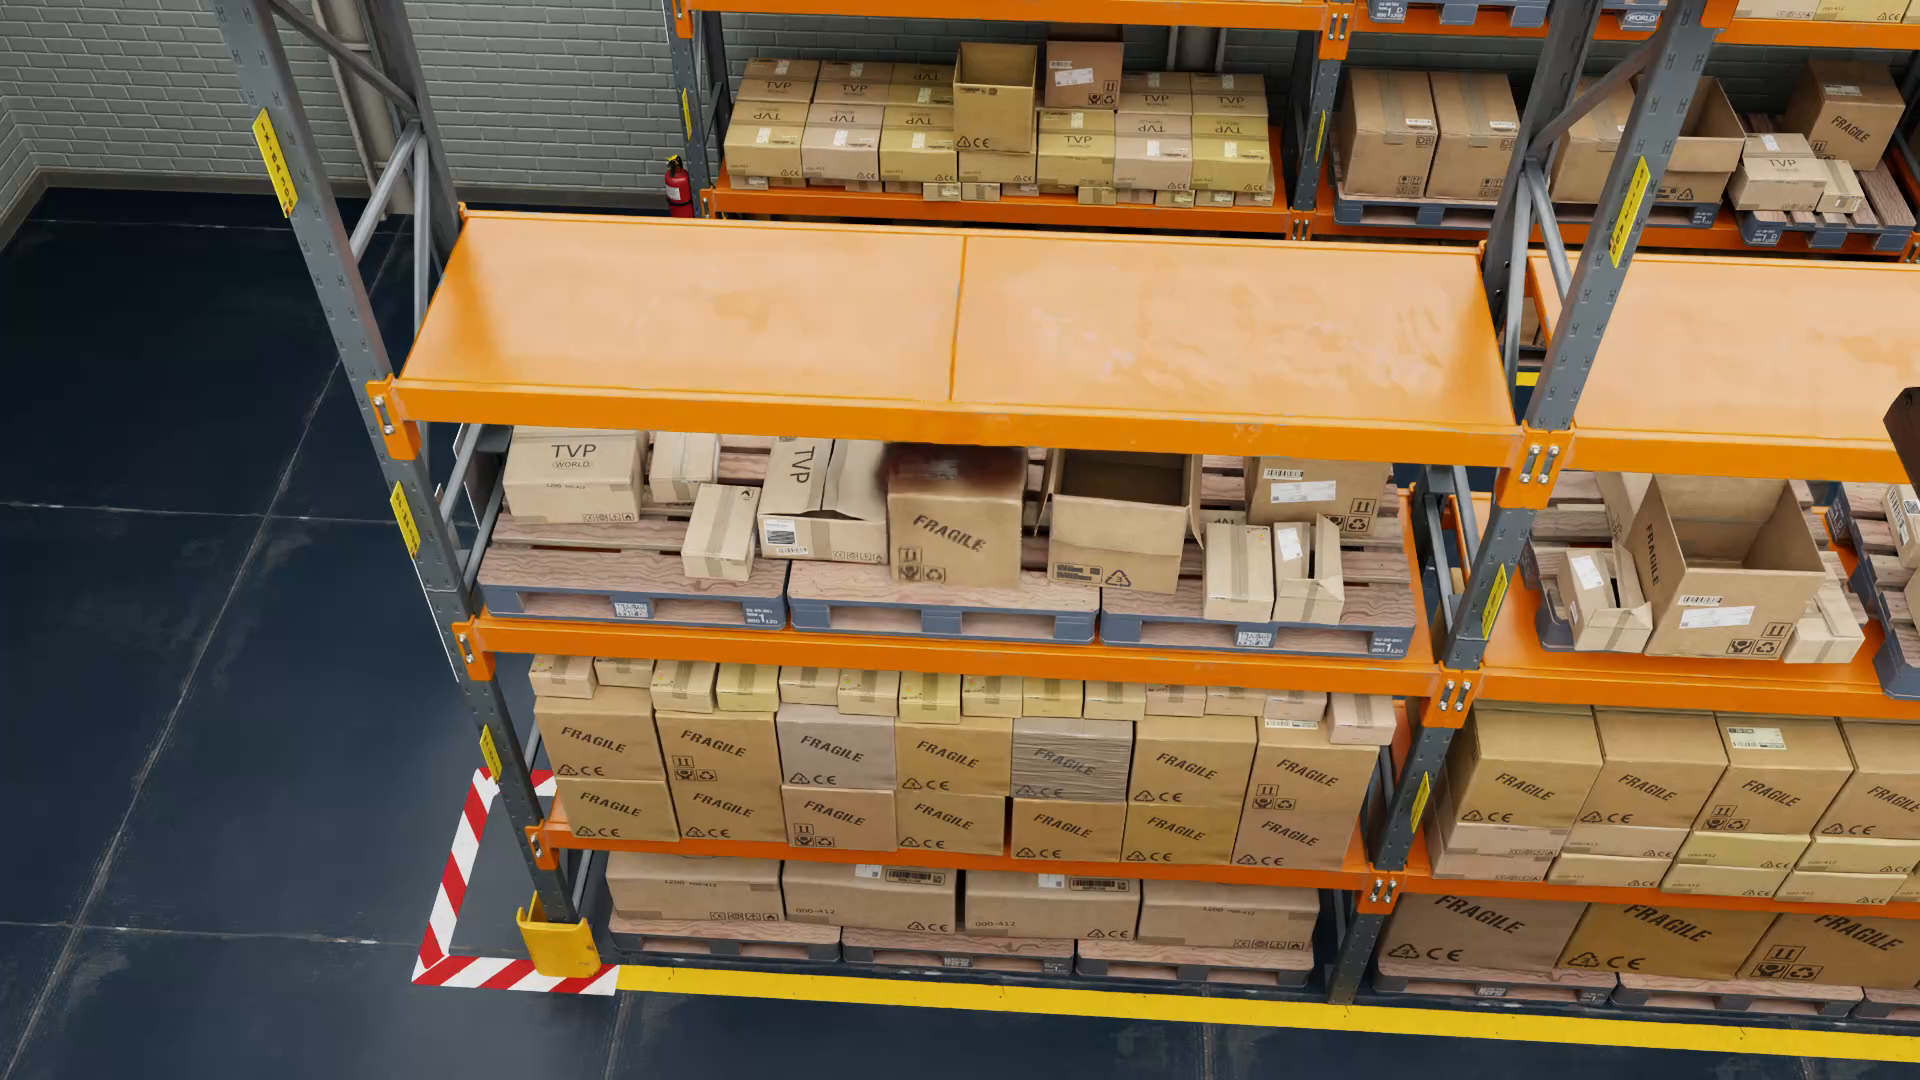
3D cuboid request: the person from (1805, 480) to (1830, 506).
[{"bbox_3d":[5.561,-0.533,10.036,0.619,1.531,0.460,-2,48,-2],"label":"person"}]
